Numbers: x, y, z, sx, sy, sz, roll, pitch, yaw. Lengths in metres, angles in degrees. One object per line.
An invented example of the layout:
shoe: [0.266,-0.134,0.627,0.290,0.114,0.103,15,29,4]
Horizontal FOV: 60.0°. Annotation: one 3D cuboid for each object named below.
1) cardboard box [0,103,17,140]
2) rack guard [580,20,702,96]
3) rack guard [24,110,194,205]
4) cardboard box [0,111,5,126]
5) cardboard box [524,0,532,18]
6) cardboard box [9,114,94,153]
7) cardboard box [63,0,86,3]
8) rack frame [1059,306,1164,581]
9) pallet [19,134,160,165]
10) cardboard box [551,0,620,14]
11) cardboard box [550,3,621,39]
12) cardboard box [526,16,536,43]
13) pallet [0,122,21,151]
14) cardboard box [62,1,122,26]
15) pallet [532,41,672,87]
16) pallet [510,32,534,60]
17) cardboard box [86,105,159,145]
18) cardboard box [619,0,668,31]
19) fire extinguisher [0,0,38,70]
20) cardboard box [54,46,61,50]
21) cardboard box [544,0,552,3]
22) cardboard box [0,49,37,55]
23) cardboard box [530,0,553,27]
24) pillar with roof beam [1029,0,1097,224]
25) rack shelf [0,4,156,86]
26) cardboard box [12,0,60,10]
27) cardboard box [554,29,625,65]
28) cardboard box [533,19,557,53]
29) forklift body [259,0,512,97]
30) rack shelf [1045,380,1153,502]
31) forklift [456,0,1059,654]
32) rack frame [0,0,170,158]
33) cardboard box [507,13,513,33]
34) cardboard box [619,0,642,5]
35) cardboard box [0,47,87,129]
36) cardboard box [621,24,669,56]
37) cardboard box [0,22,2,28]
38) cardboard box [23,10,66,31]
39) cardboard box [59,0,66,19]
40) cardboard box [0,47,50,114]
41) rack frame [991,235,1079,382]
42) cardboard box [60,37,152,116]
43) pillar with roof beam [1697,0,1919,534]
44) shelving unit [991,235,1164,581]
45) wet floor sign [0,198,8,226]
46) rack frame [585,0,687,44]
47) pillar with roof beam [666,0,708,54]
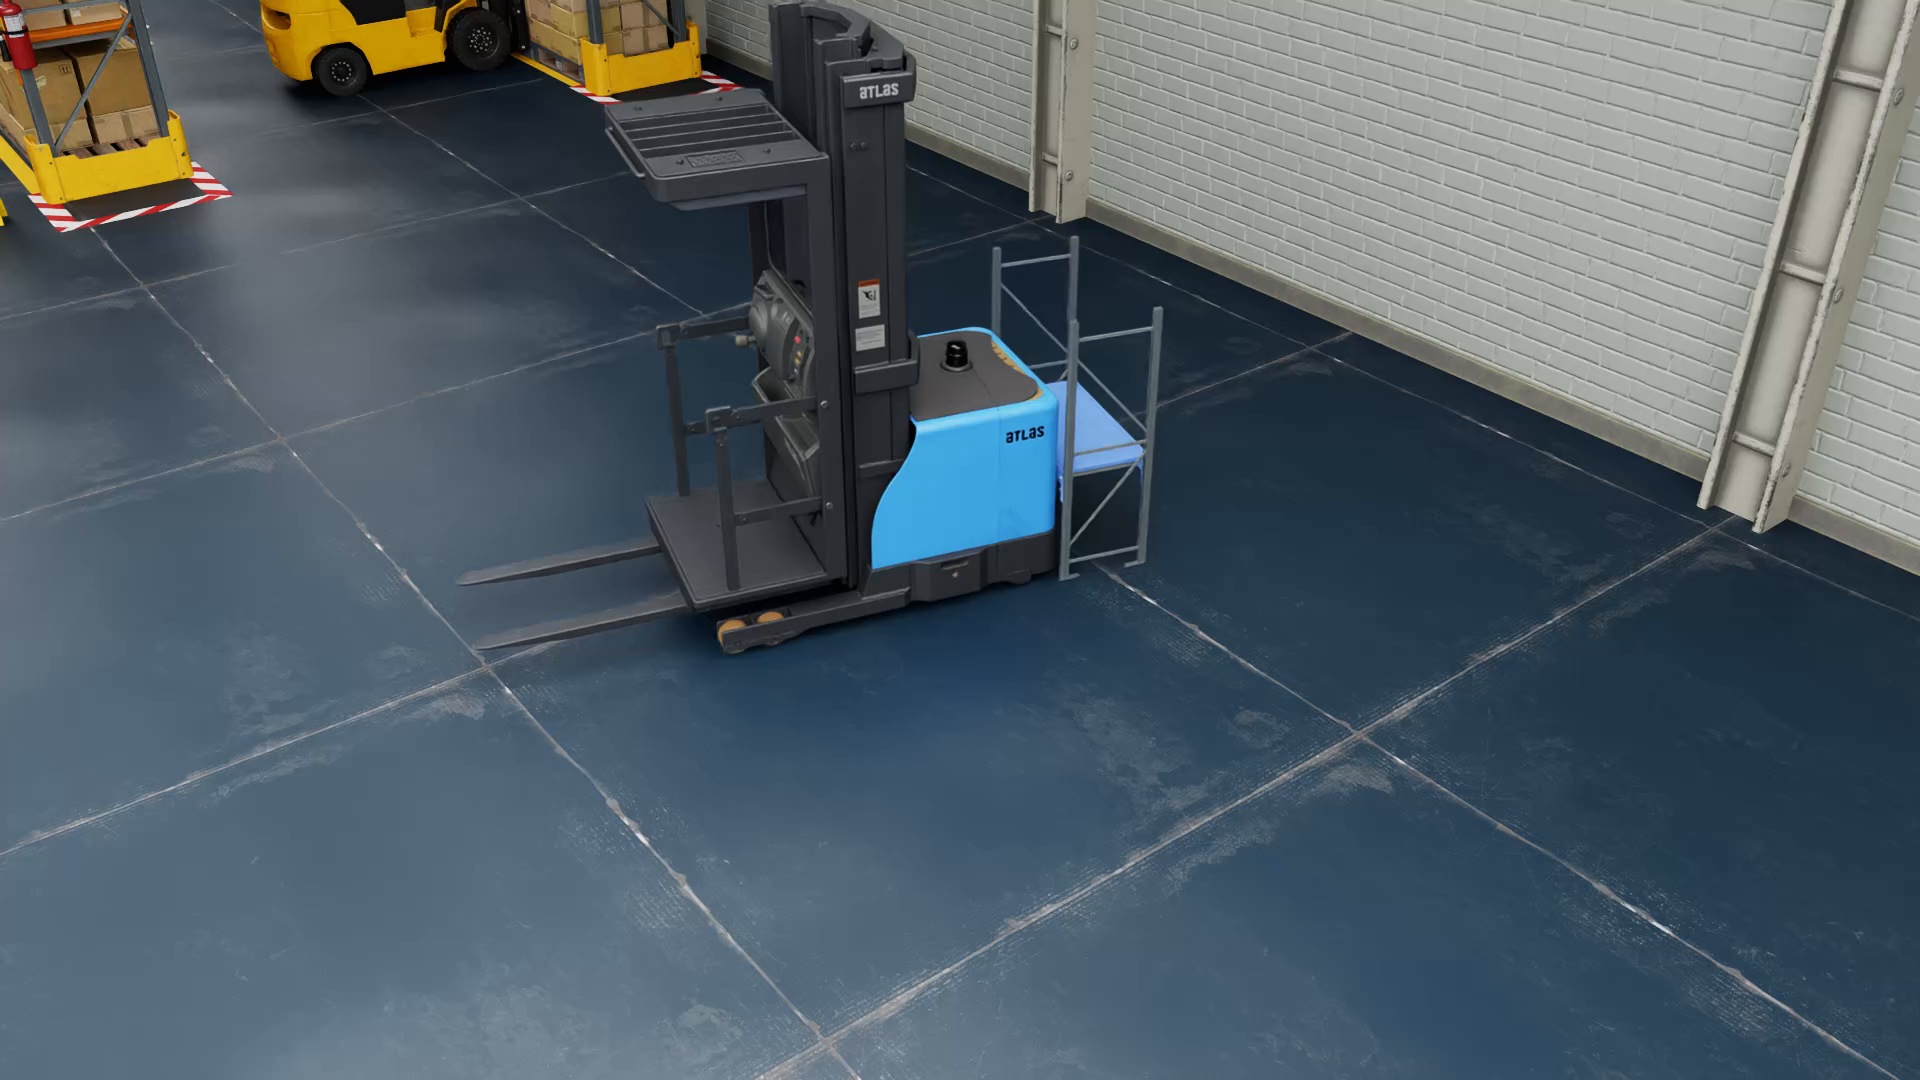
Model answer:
cardboard box: [-8.103,-3.731,14.622,0.500,0.250,0.500,-22,38,-31]
rack guard: [-3.150,-4.788,16.485,1.175,0.500,0.348,-22,38,-31]
rack guard: [-7.130,-3.222,13.964,1.175,0.500,0.348,-22,38,-31]
cardboard box: [-8.428,-3.947,14.970,0.500,0.250,0.500,-24,39,-33]
cardboard box: [-4.342,-5.605,17.166,0.500,0.250,0.500,-23,39,-32]
cardboard box: [-7.806,-3.522,14.286,0.500,0.250,0.500,-22,38,-32]
cardboard box: [-7.154,-4.708,13.611,0.500,0.500,0.500,-23,39,-32]
rack frame: [0.771,-0.472,8.588,0.500,1.500,0.032,-11,34,-18]
pallet: [-7.600,-3.449,14.604,1.003,0.211,1.213,-22,38,-31]
cardboard box: [-3.693,-5.386,16.339,0.500,0.250,0.500,-21,37,-30]
cardboard box: [-3.710,-5.184,16.488,0.500,0.250,0.500,-23,38,-32]
cardboard box: [-4.299,-5.385,17.286,0.500,0.250,0.500,-22,38,-31]
pallet: [-8.344,-3.957,15.422,1.003,0.211,1.213,-22,38,-31]
cardboard box: [-7.128,-4.354,13.656,0.380,0.149,0.250,-22,38,-31]
pallet: [-3.666,-4.980,17.069,1.003,0.211,1.213,-22,38,-31]
pallet: [-4.410,-5.488,17.887,1.003,0.211,1.213,-22,38,-31]
cardboard box: [-7.359,-3.688,14.553,0.500,0.250,0.500,-23,38,-32]
cardboard box: [-3.289,-5.346,16.748,0.500,0.250,0.500,-21,38,-31]
fire extinguisher: [-7.377,-4.023,12.957,0.296,0.674,0.183,-22,38,-31]
cardboard box: [-7.698,-4.233,14.720,0.500,0.500,0.500,-24,39,-33]
cardboard box: [-4.011,-5.597,16.679,0.500,0.250,0.500,-22,38,-31]
cardboard box: [-8.058,-4.237,14.112,0.380,0.149,0.250,-21,38,-30]
cardboard box: [-4.009,-5.397,16.830,0.500,0.250,0.500,-23,38,-32]
pillar with roof beam: [-2.601,-5.097,8.927,9.100,9.000,0.400,-22,38,-31]
rack shelf: [-8.309,-4.780,14.785,1.077,0.370,4.000,-22,38,-31]
cardboard box: [-7.633,-4.558,13.369,0.500,0.500,0.500,-23,39,-32]
cardboard box: [-3.702,-4.964,16.607,0.500,0.250,0.500,-22,38,-31]
cardboard box: [-3.999,-5.174,16.946,0.500,0.250,0.500,-22,38,-31]
forklift body: [-5.768,-5.699,16.388,2.313,2.155,1.214,-22,38,-31]
rack shelf: [0.591,-0.570,9.087,0.538,0.185,1.000,-11,34,-18]
forklift: [-1.053,-0.993,8.071,3.031,2.935,1.130,-12,34,-19]
rack frame: [-7.083,-4.252,13.253,1.000,3.000,0.127,-22,38,-31]
cardboard box: [-4.635,-5.595,17.623,0.500,0.250,0.500,-21,38,-30]
cardboard box: [-3.310,-5.556,16.614,0.500,0.250,0.500,-23,39,-32]
cardboard box: [-7.780,-3.831,14.072,0.500,0.500,0.500,-22,38,-31]
cardboard box: [-3.311,-5.138,16.888,0.500,0.250,0.500,-22,38,-31]
cardboard box: [-7.724,-4.302,13.571,0.380,0.149,0.250,-23,38,-32]
cardboard box: [-7.481,-4.232,13.459,0.380,0.149,0.250,-21,37,-30]
cardboard box: [-7.294,-4.455,13.817,0.380,0.149,0.250,-22,38,-31]
cardboard box: [-8.103,-4.047,14.420,0.500,0.500,0.500,-21,37,-30]
rack frame: [0.412,-0.974,9.396,0.500,1.500,0.032,-11,34,-18]
cardboard box: [-7.374,-4.017,14.371,0.500,0.500,0.500,-24,39,-33]
pillar with roof beam: [1.079,-2.596,4.901,9.100,9.000,0.400,-22,38,-31]
shelving unit: [0.591,-0.723,8.992,0.538,1.500,1.048,-11,34,-18]
wet floor sign: [-7.812,-2.827,13.190,0.267,0.644,0.232,-10,33,-15]
rack frame: [-3.164,-5.860,15.842,1.000,3.000,0.127,-22,38,-31]
pillar with roof beam: [-6.280,-7.597,12.953,9.100,9.000,0.400,-22,38,-31]
